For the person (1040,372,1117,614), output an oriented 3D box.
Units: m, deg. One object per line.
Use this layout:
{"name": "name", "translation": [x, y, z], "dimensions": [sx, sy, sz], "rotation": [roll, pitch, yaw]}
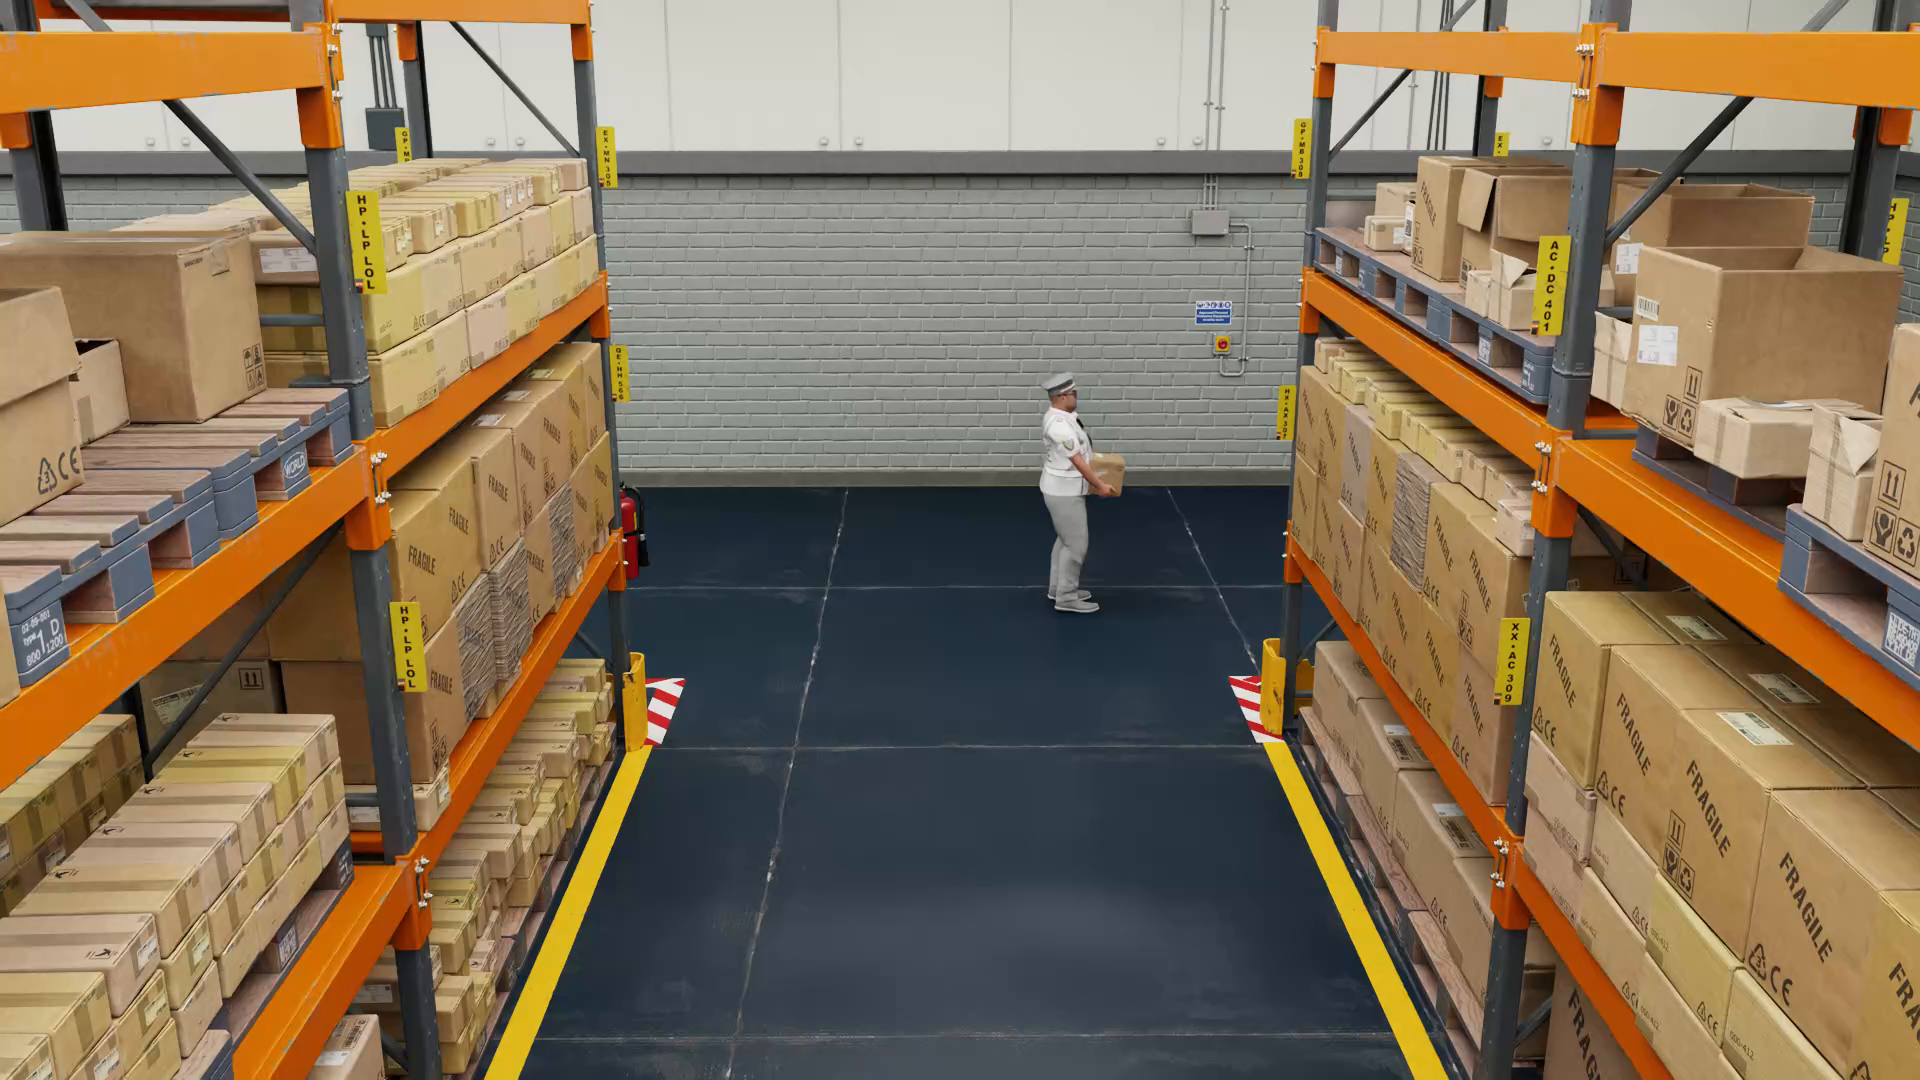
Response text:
{"name": "person", "translation": [0.863, -0.360, 12.184], "dimensions": [0.556, 1.768, 0.494], "rotation": [0, 17, 0]}
